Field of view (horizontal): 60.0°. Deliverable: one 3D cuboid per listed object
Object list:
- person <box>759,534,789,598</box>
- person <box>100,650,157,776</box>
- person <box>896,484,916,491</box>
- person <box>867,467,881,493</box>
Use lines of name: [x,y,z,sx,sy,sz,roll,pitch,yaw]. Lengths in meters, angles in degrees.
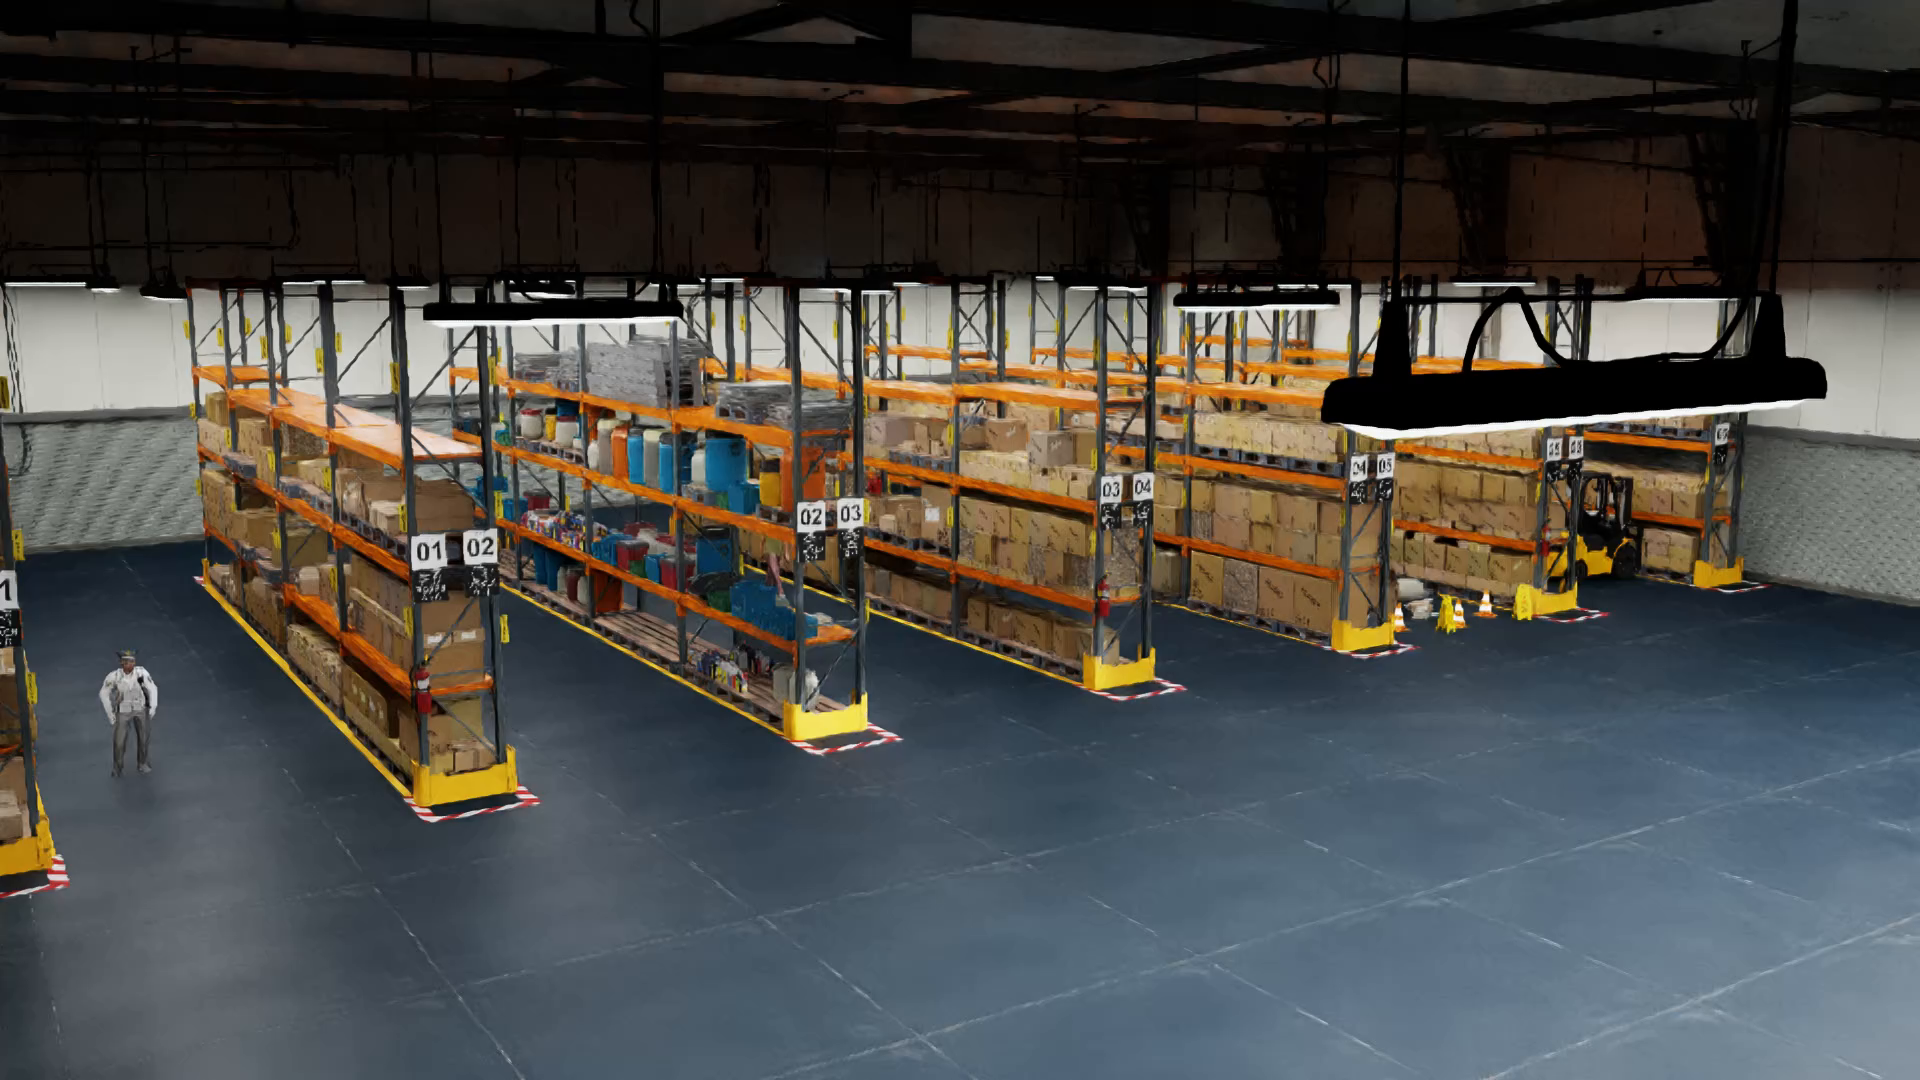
person: [-3.337,0.231,30.110,0.456,1.595,1.020,-6,11,-33]
person: [-10.262,2.118,20.566,0.639,1.632,0.512,-6,11,-33]
person: [-1.490,-2.189,45.893,0.512,1.714,0.728,3,10,15]
person: [-1.889,-0.871,38.138,0.542,1.645,1.126,-5,11,-29]
